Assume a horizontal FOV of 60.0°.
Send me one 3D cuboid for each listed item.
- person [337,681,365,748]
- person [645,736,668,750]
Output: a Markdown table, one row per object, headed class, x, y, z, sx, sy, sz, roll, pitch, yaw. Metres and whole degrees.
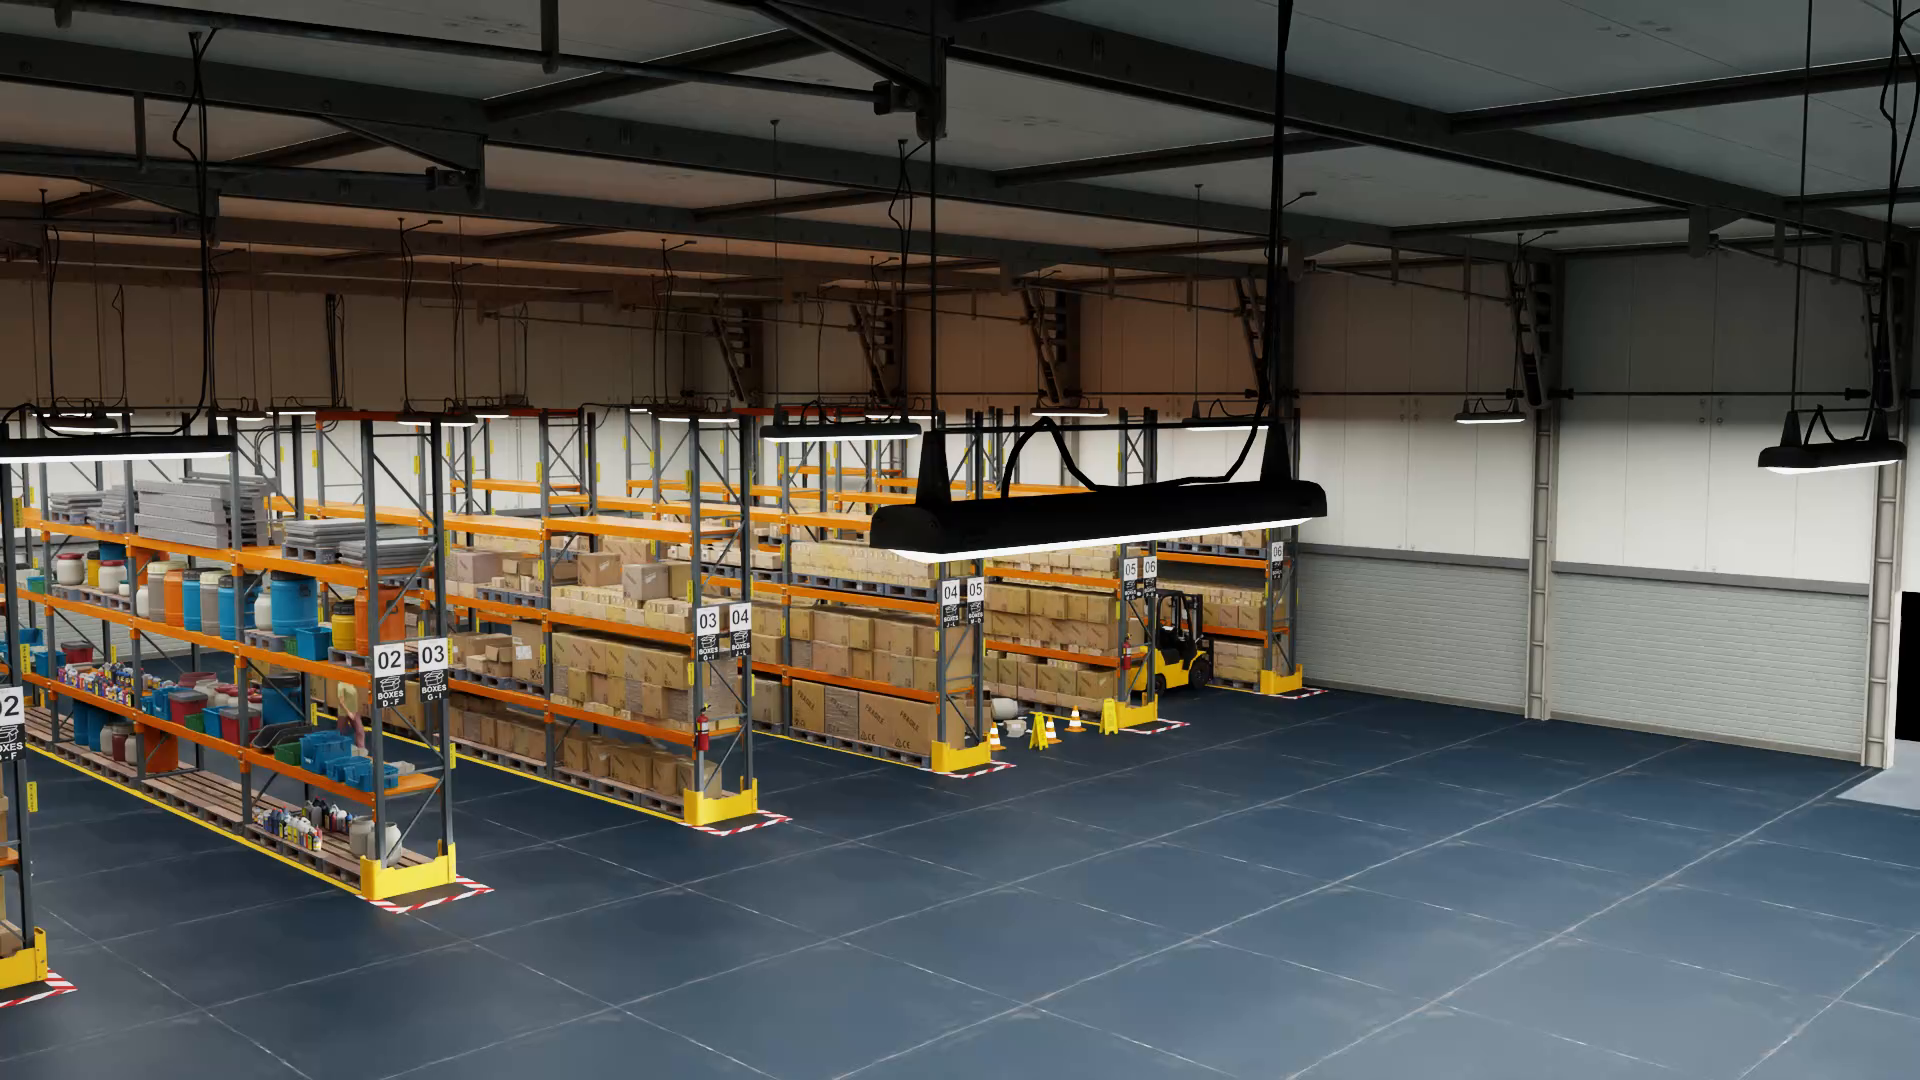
| class | x | y | z | sx | sy | sz | roll | pitch | yaw |
| --- | --- | --- | --- | --- | --- | --- | --- | --- | --- |
| person | -10.533 | 2.989 | 28.582 | 0.978 | 1.626 | 0.411 | 4 | 6 | 38 |
| person | -5.421 | 2.875 | 29.533 | 0.446 | 1.747 | 0.595 | 0 | 5 | -5 |
